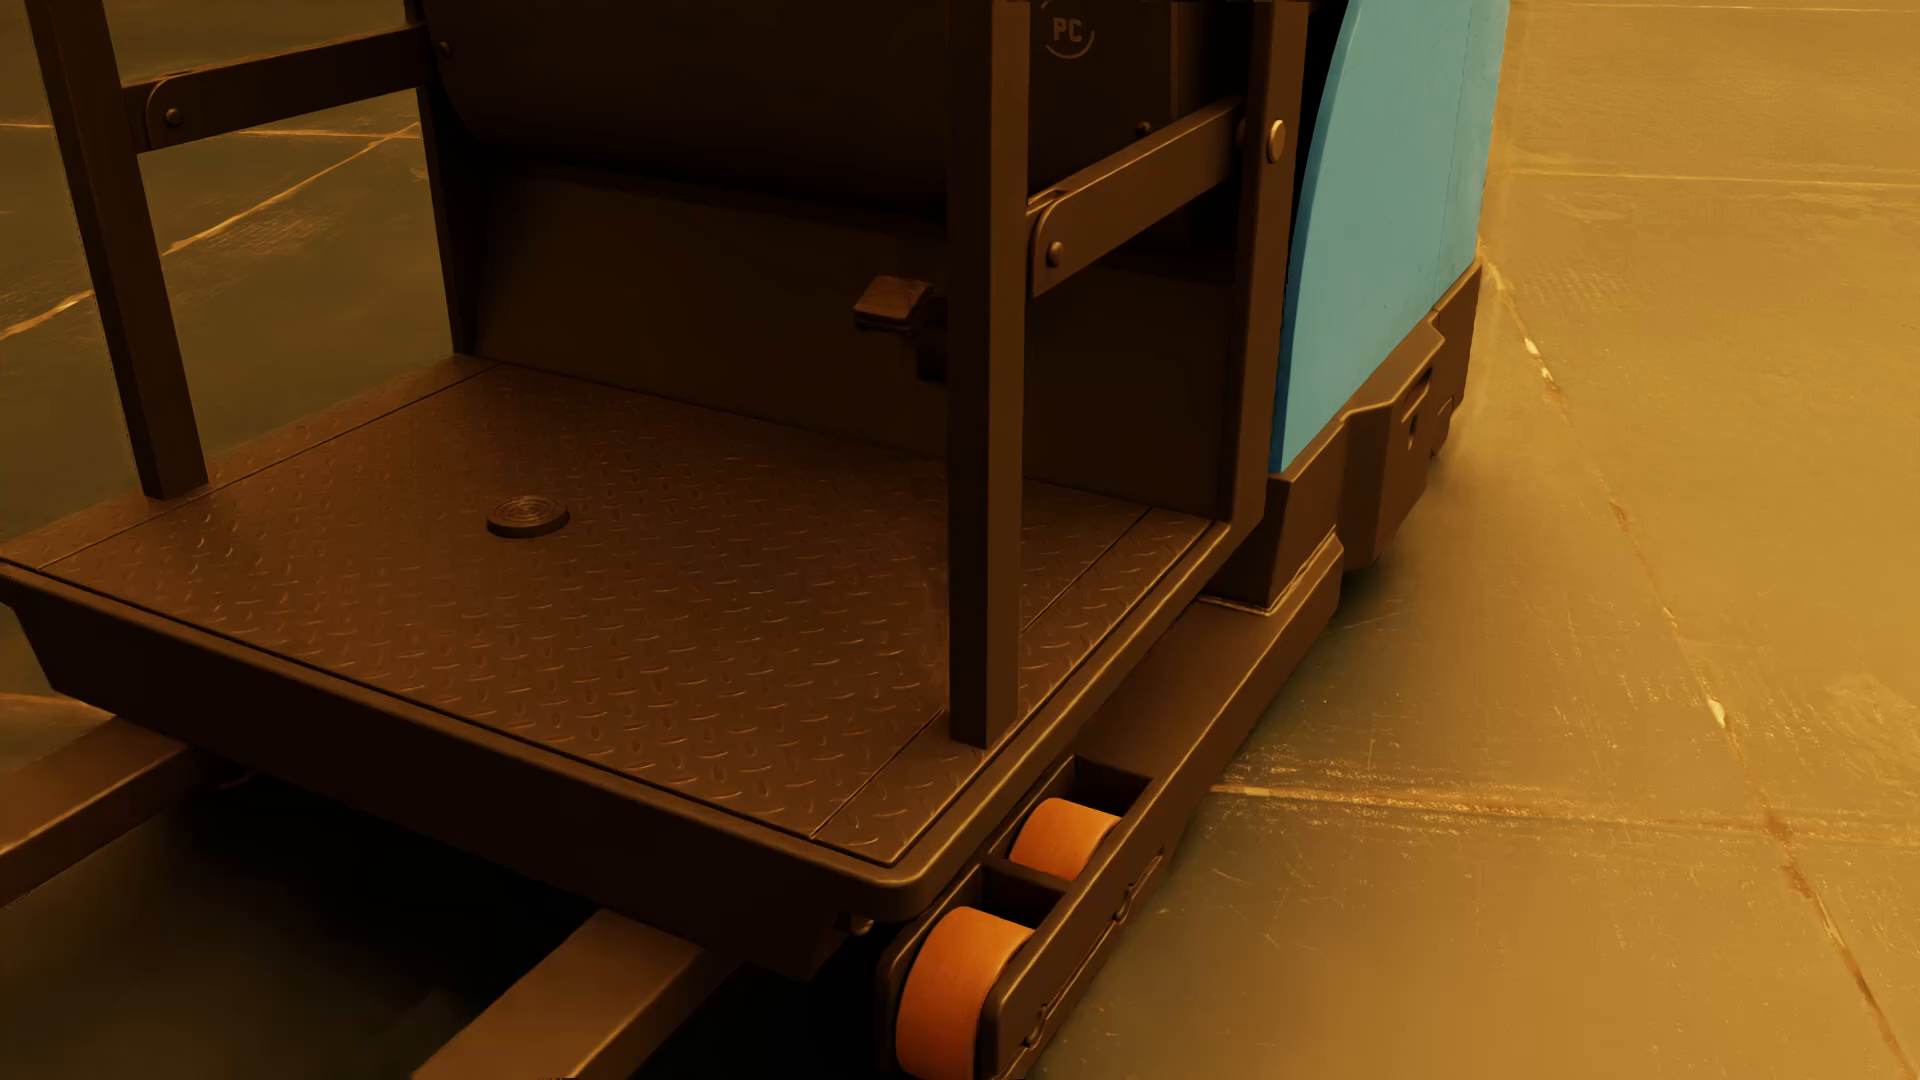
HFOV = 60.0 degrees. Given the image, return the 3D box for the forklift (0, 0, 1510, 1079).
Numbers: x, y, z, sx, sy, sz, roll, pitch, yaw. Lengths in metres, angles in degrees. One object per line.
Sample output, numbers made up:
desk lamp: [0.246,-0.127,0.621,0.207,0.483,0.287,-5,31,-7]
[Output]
forklift: [-0.289,-1.042,1.305,1.130,2.935,3.031,14,30,25]
